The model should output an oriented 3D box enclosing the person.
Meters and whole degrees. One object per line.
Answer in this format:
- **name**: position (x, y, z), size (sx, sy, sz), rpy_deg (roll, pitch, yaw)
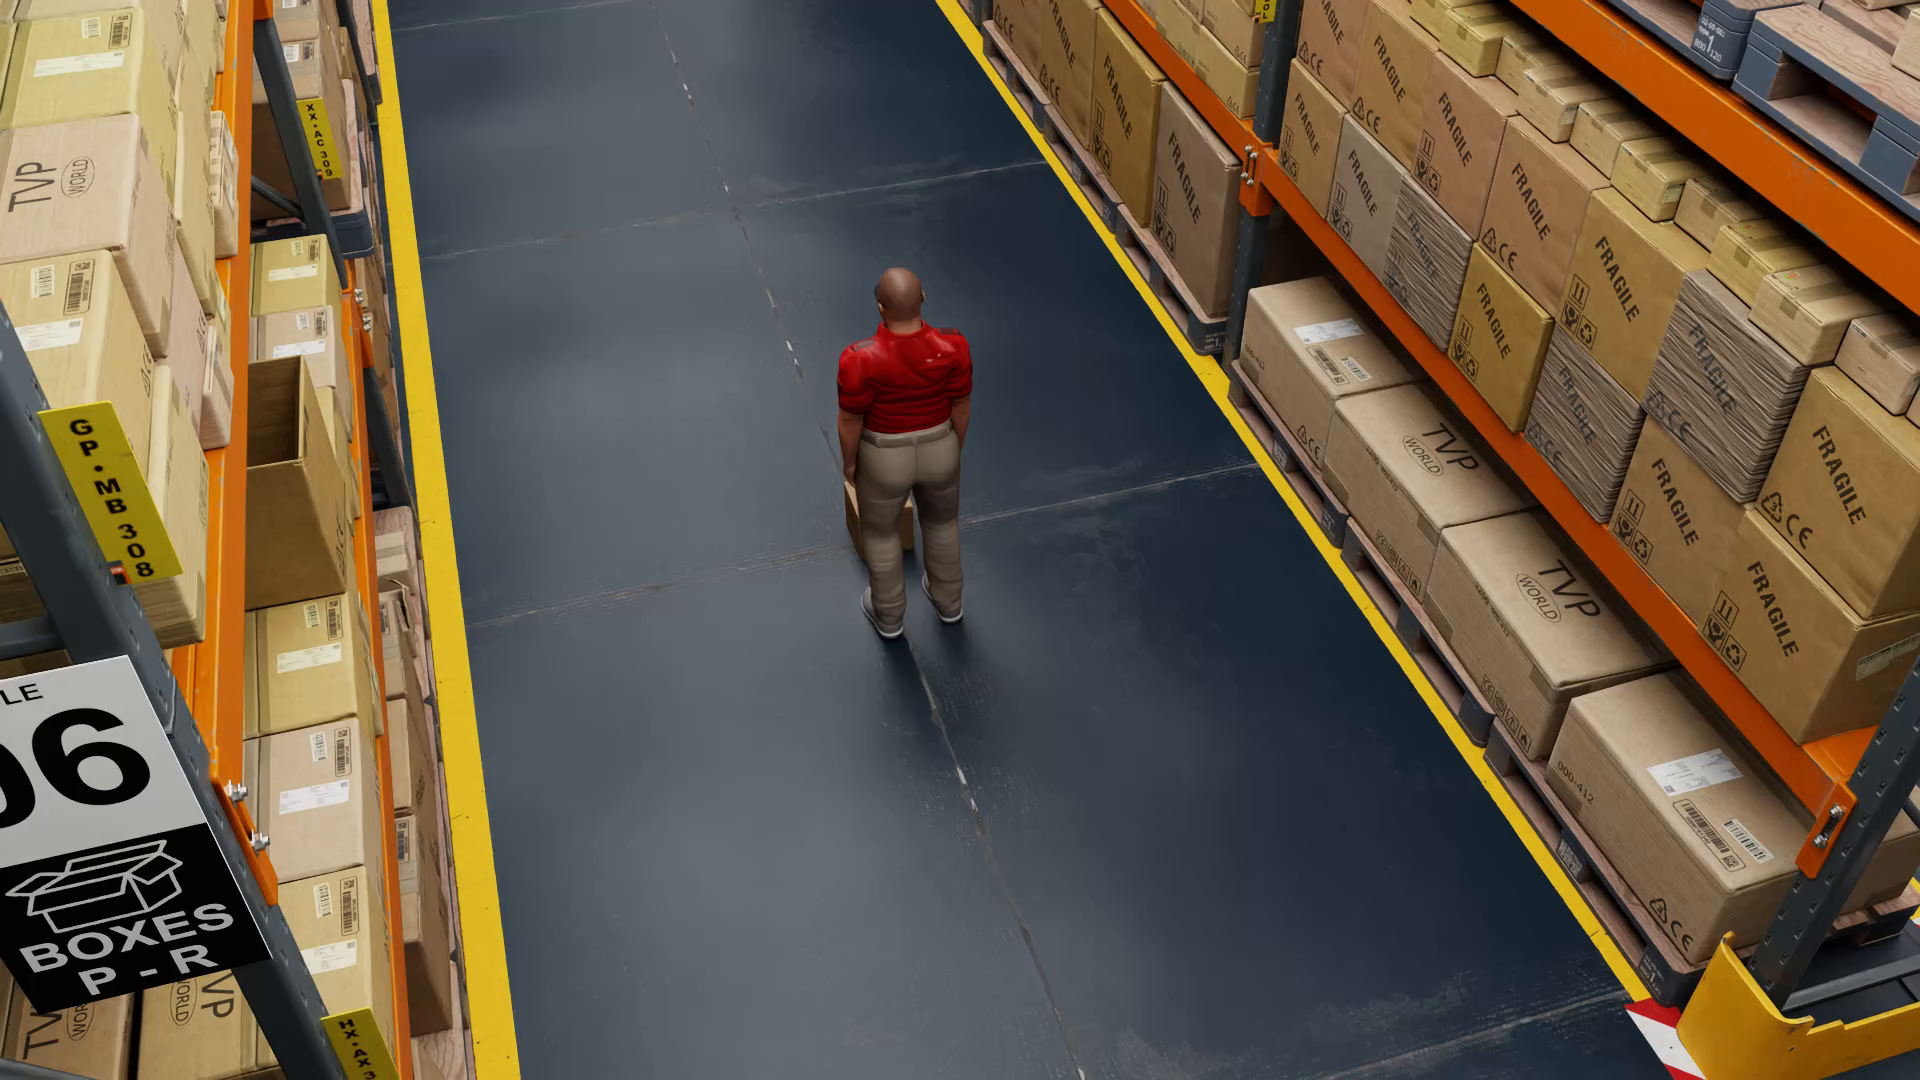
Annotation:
- **person**: position (-0.225, -0.605, 6.330), size (0.526, 1.024, 0.342), rpy_deg (-11, 43, -12)
